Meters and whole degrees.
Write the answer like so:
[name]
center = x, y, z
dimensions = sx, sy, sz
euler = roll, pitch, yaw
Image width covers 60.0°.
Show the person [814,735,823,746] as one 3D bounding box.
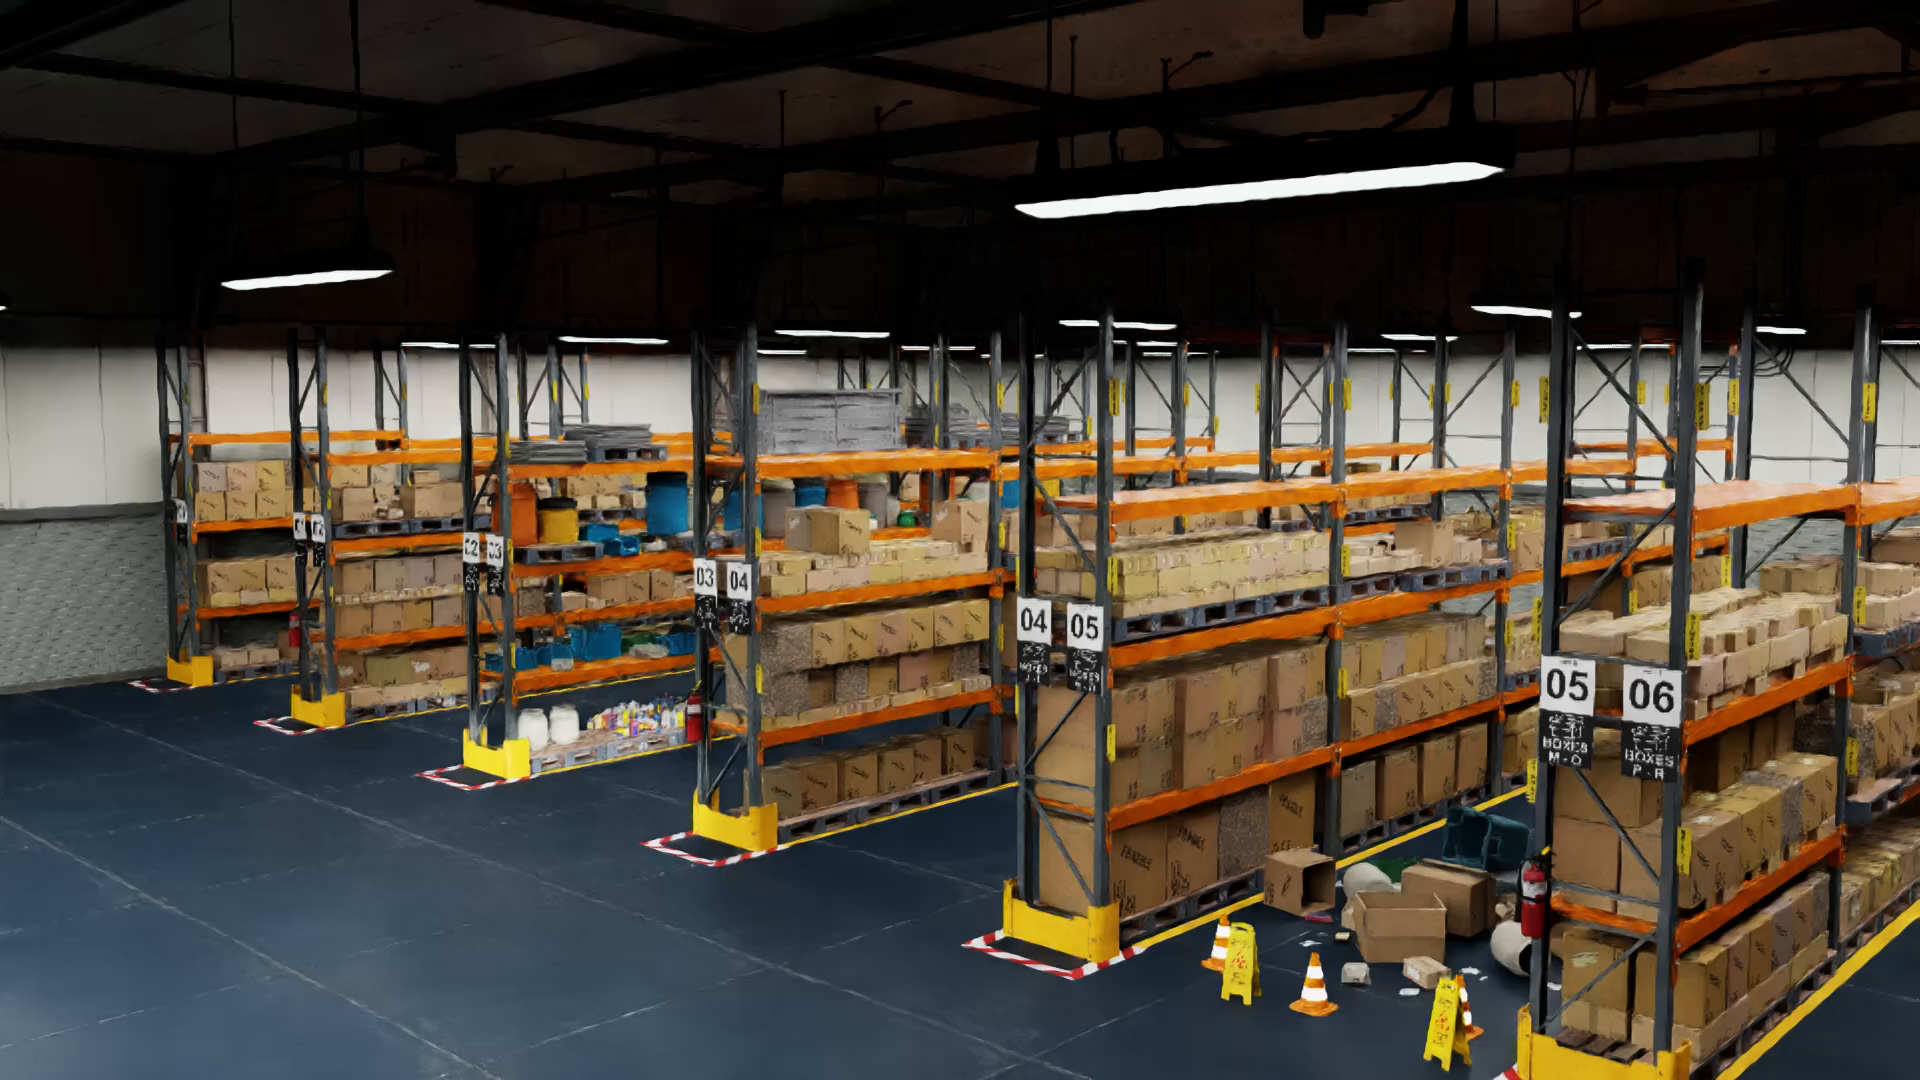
[person]
center = -2.119, 2.118, 23.985
dimensions = 0.647, 1.577, 0.821
euler = 3, 6, 25
